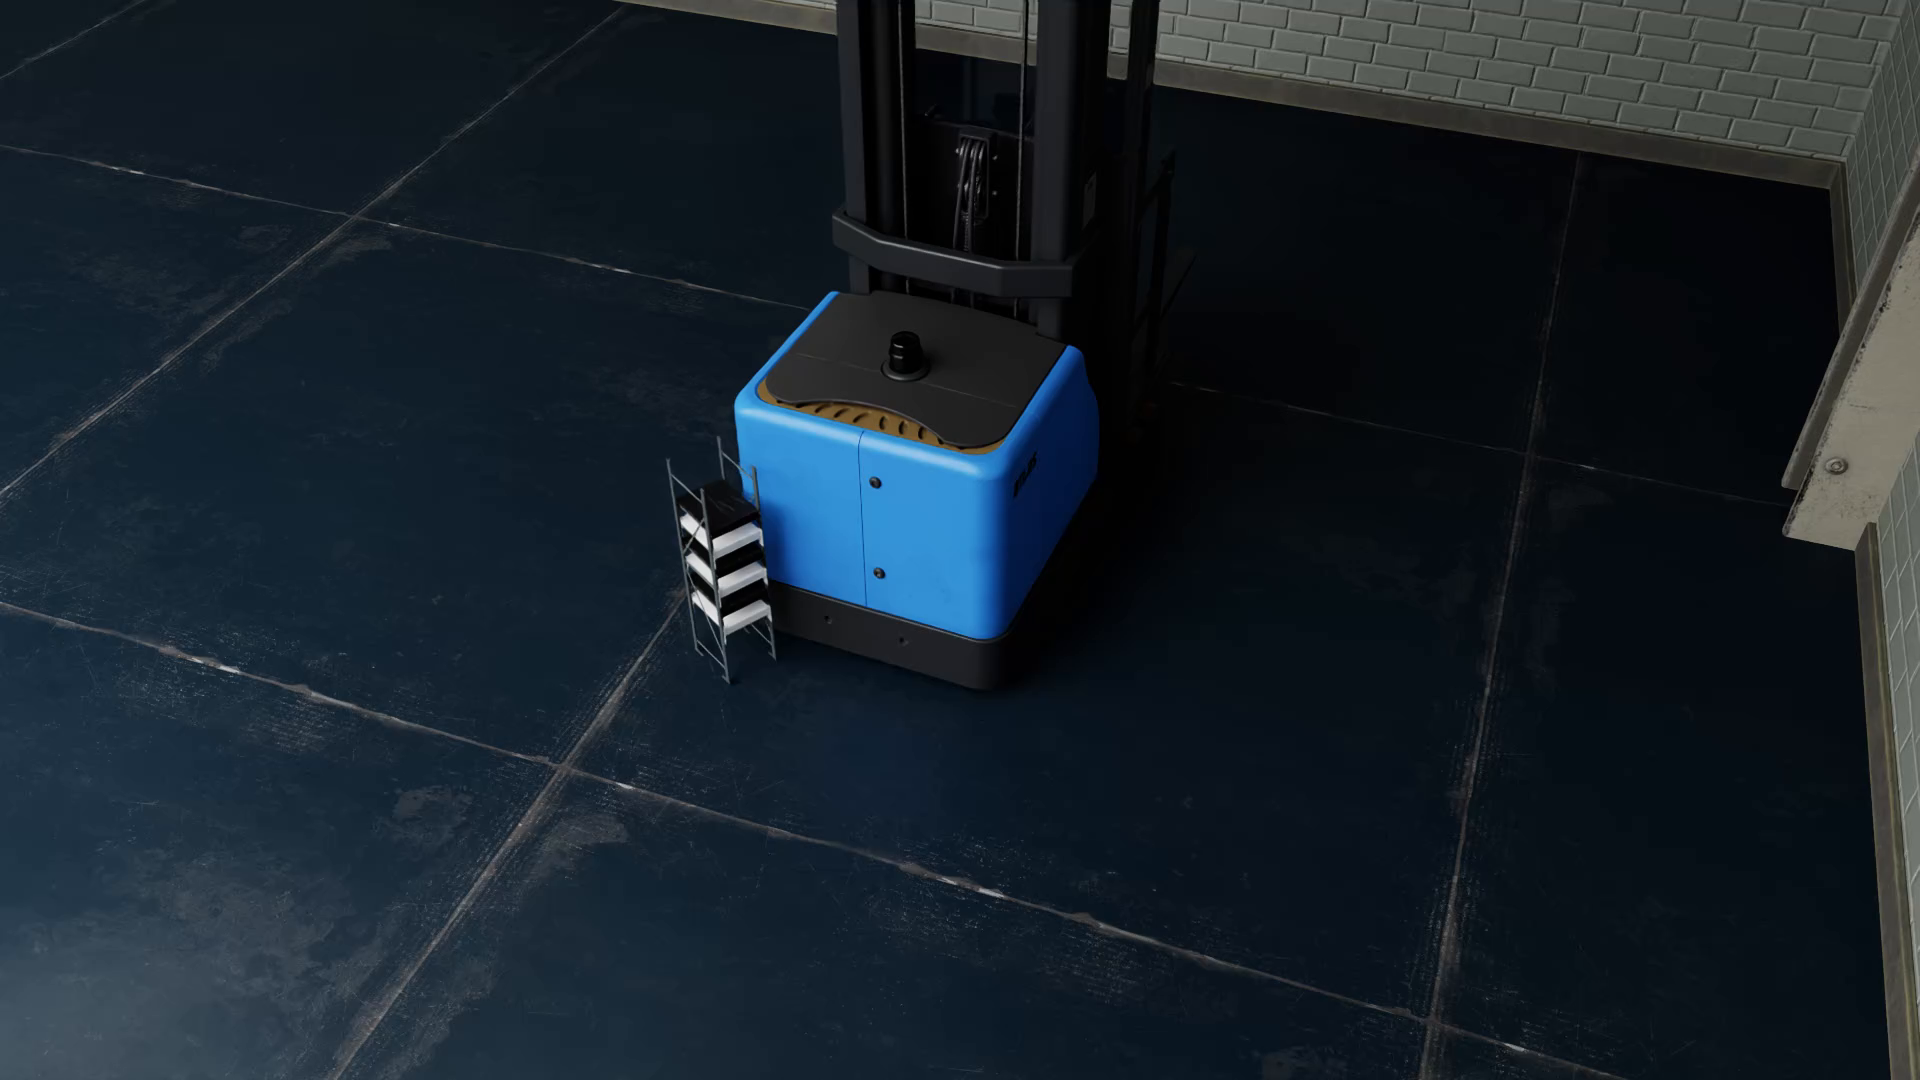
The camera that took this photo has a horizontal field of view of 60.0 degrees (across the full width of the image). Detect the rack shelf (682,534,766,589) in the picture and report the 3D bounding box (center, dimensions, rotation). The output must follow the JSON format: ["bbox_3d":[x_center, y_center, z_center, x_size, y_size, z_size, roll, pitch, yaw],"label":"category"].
[{"bbox_3d":[-0.845,0.040,5.919,0.200,0.077,0.258,-27,47,-28],"label":"rack shelf"}]

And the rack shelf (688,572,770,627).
[{"bbox_3d":[-0.844,0.179,6.034,0.200,0.077,0.258,-27,47,-28],"label":"rack shelf"}]

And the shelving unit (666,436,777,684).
[{"bbox_3d":[-0.845,0.084,5.955,0.210,0.900,0.258,-27,47,-28],"label":"shelving unit"}]

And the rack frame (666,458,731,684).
[{"bbox_3d":[-0.924,0.125,5.907,0.006,0.900,0.240,-27,47,-28],"label":"rack frame"}]

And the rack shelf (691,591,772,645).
[{"bbox_3d":[-0.843,0.248,6.092,0.200,0.077,0.258,-27,47,-28],"label":"rack shelf"}]

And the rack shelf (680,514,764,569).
[{"bbox_3d":[-0.846,-0.029,5.861,0.200,0.077,0.258,-27,47,-28],"label":"rack shelf"}]

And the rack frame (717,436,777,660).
[{"bbox_3d":[-0.765,0.043,6.003,0.006,0.900,0.240,-27,47,-28],"label":"rack frame"}]

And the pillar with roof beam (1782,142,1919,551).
[{"bbox_3d":[-0.482,-4.483,5.072,9.100,9.000,0.400,13,42,15],"label":"pillar with roof beam"}]

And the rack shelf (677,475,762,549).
[{"bbox_3d":[-0.847,-0.098,5.804,0.200,0.077,0.258,-27,47,-28],"label":"rack shelf"}]

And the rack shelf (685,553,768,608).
[{"bbox_3d":[-0.844,0.109,5.976,0.200,0.077,0.258,-27,47,-28],"label":"rack shelf"}]

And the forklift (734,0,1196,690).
[{"bbox_3d":[0.246,-1.534,6.290,1.130,2.935,3.031,15,43,17],"label":"forklift"}]
